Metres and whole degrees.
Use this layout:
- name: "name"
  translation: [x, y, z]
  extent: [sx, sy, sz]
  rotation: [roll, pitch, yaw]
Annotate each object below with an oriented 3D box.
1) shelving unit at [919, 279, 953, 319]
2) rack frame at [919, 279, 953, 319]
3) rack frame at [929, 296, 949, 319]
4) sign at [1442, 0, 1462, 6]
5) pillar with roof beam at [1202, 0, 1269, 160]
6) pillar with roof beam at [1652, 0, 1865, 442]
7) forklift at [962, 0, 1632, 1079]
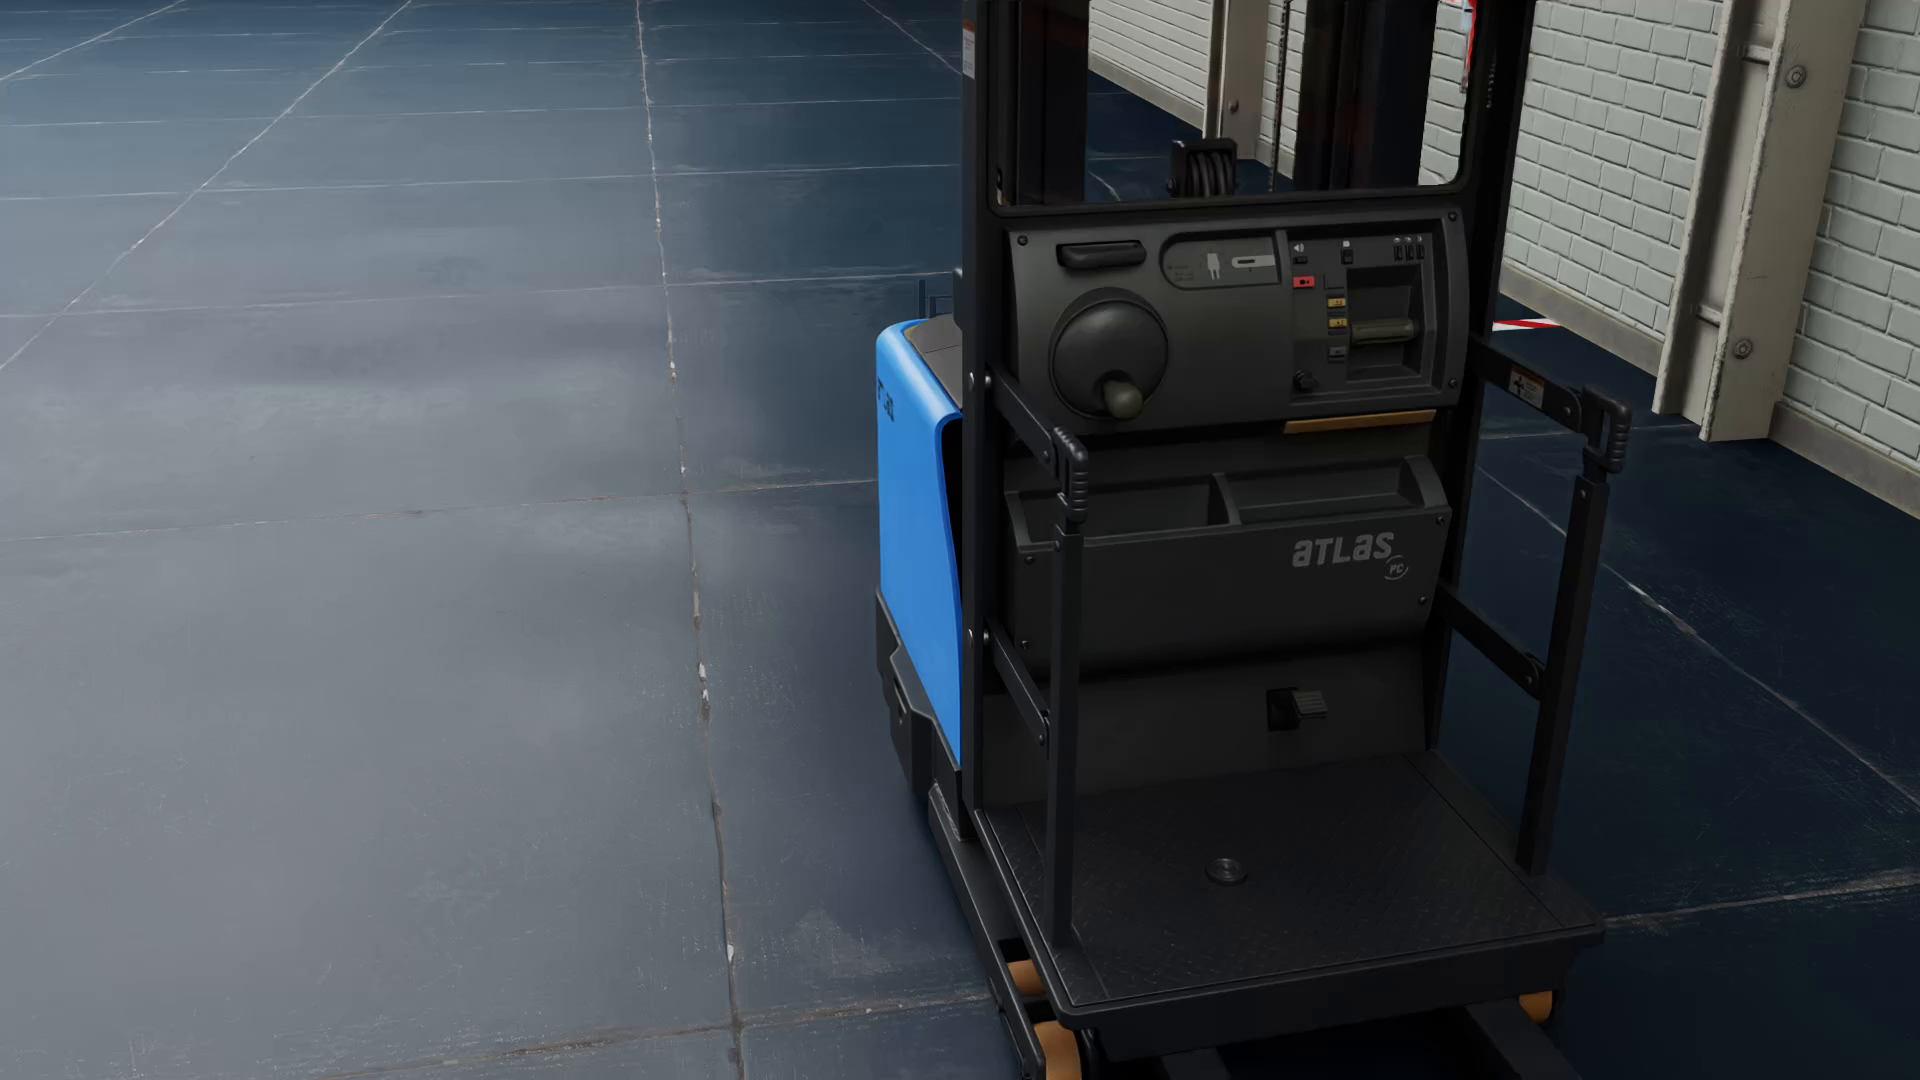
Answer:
- name: "shelving unit"
  translation: [0.001, -0.409, 5.563]
  extent: [0.258, 0.900, 0.210]
  rotation: [-4, 24, -10]
- name: "rack frame"
  translation: [-0.017, -0.449, 5.654]
  extent: [0.240, 0.900, 0.006]
  rotation: [-4, 24, -10]
- name: "rack frame"
  translation: [0.020, -0.369, 5.471]
  extent: [0.240, 0.900, 0.006]
  rotation: [-4, 24, -10]
- name: "sign"
  translation: [2.678, -3.073, 8.993]
  extent: [0.001, 0.329, 0.234]
  rotation: [-4, 24, -10]
- name: "pillar with roof beam"
  translation: [-2.242, -6.647, 9.726]
  extent: [9.100, 9.000, 0.400]
  rotation: [-4, 24, -10]
- name: "pillar with roof beam"
  translation: [-1.133, -4.287, 4.323]
  extent: [9.100, 9.000, 0.400]
  rotation: [-4, 24, -10]
- name: "forklift"
  translation: [0.592, -0.410, 3.027]
  extent: [1.110, 2.935, 3.031]
  rotation: [-5, 24, -12]
